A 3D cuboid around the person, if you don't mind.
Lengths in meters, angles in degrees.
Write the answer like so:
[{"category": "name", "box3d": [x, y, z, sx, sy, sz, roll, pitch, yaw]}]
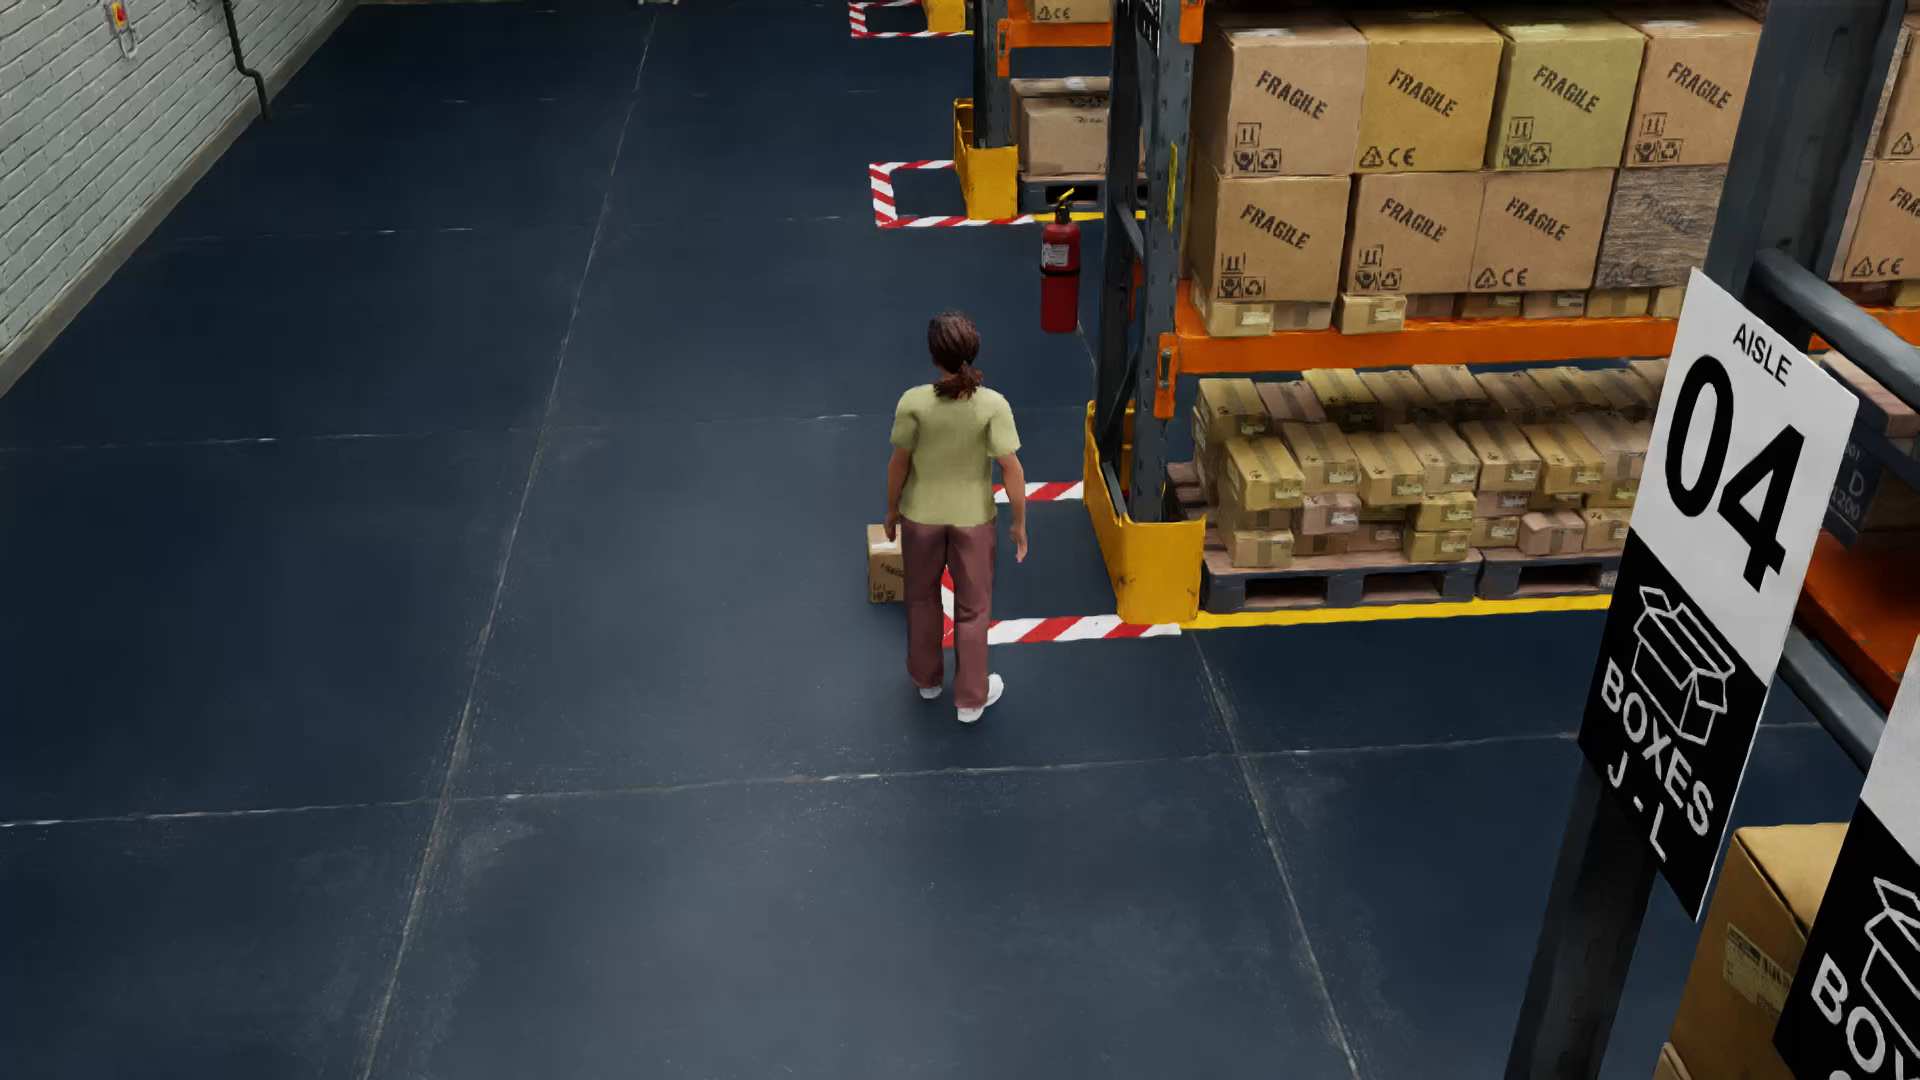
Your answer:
[{"category": "person", "box3d": [-0.013, -0.106, 6.271, 0.540, 1.677, 0.456, 1, 31, 2]}]
